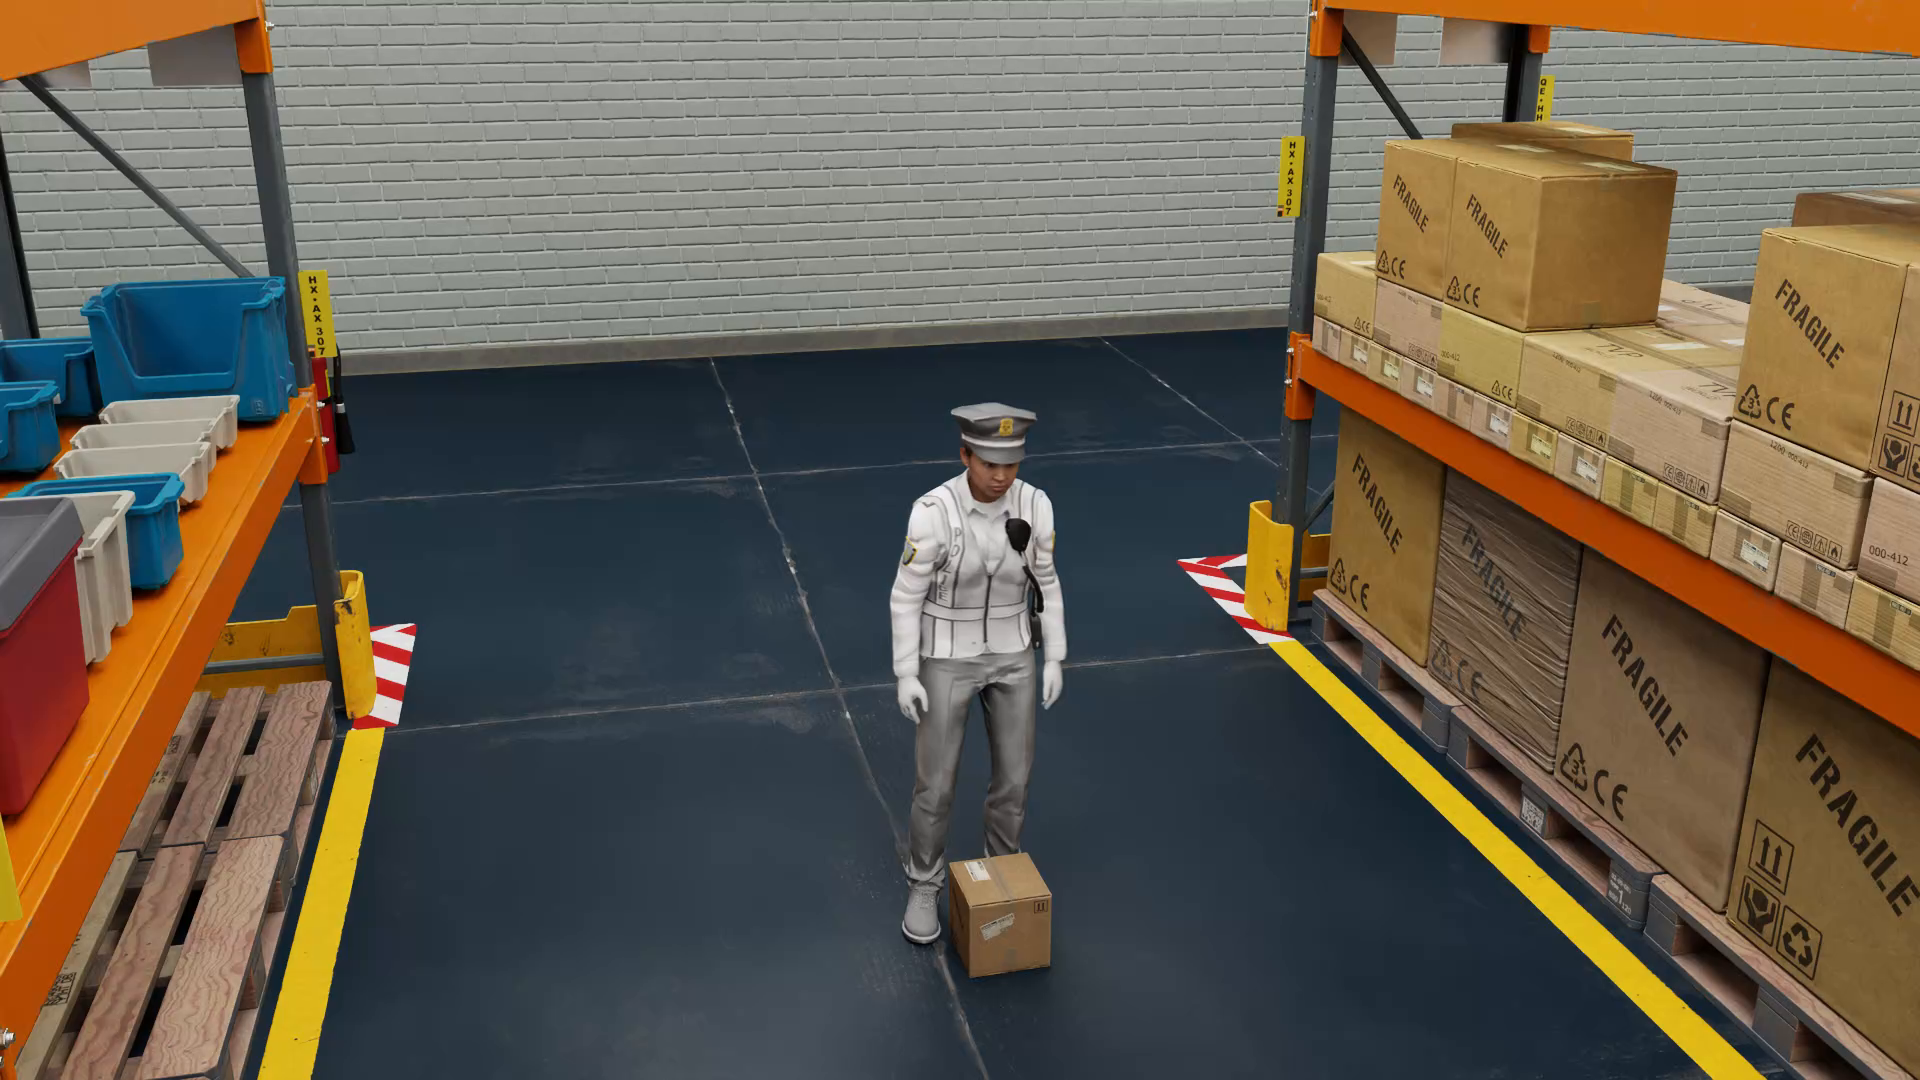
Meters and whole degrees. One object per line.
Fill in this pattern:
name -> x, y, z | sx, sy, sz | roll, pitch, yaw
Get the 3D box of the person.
person -> 0.061, 0.386, 4.989 | 0.539, 1.663, 0.376 | -5, 20, -14
